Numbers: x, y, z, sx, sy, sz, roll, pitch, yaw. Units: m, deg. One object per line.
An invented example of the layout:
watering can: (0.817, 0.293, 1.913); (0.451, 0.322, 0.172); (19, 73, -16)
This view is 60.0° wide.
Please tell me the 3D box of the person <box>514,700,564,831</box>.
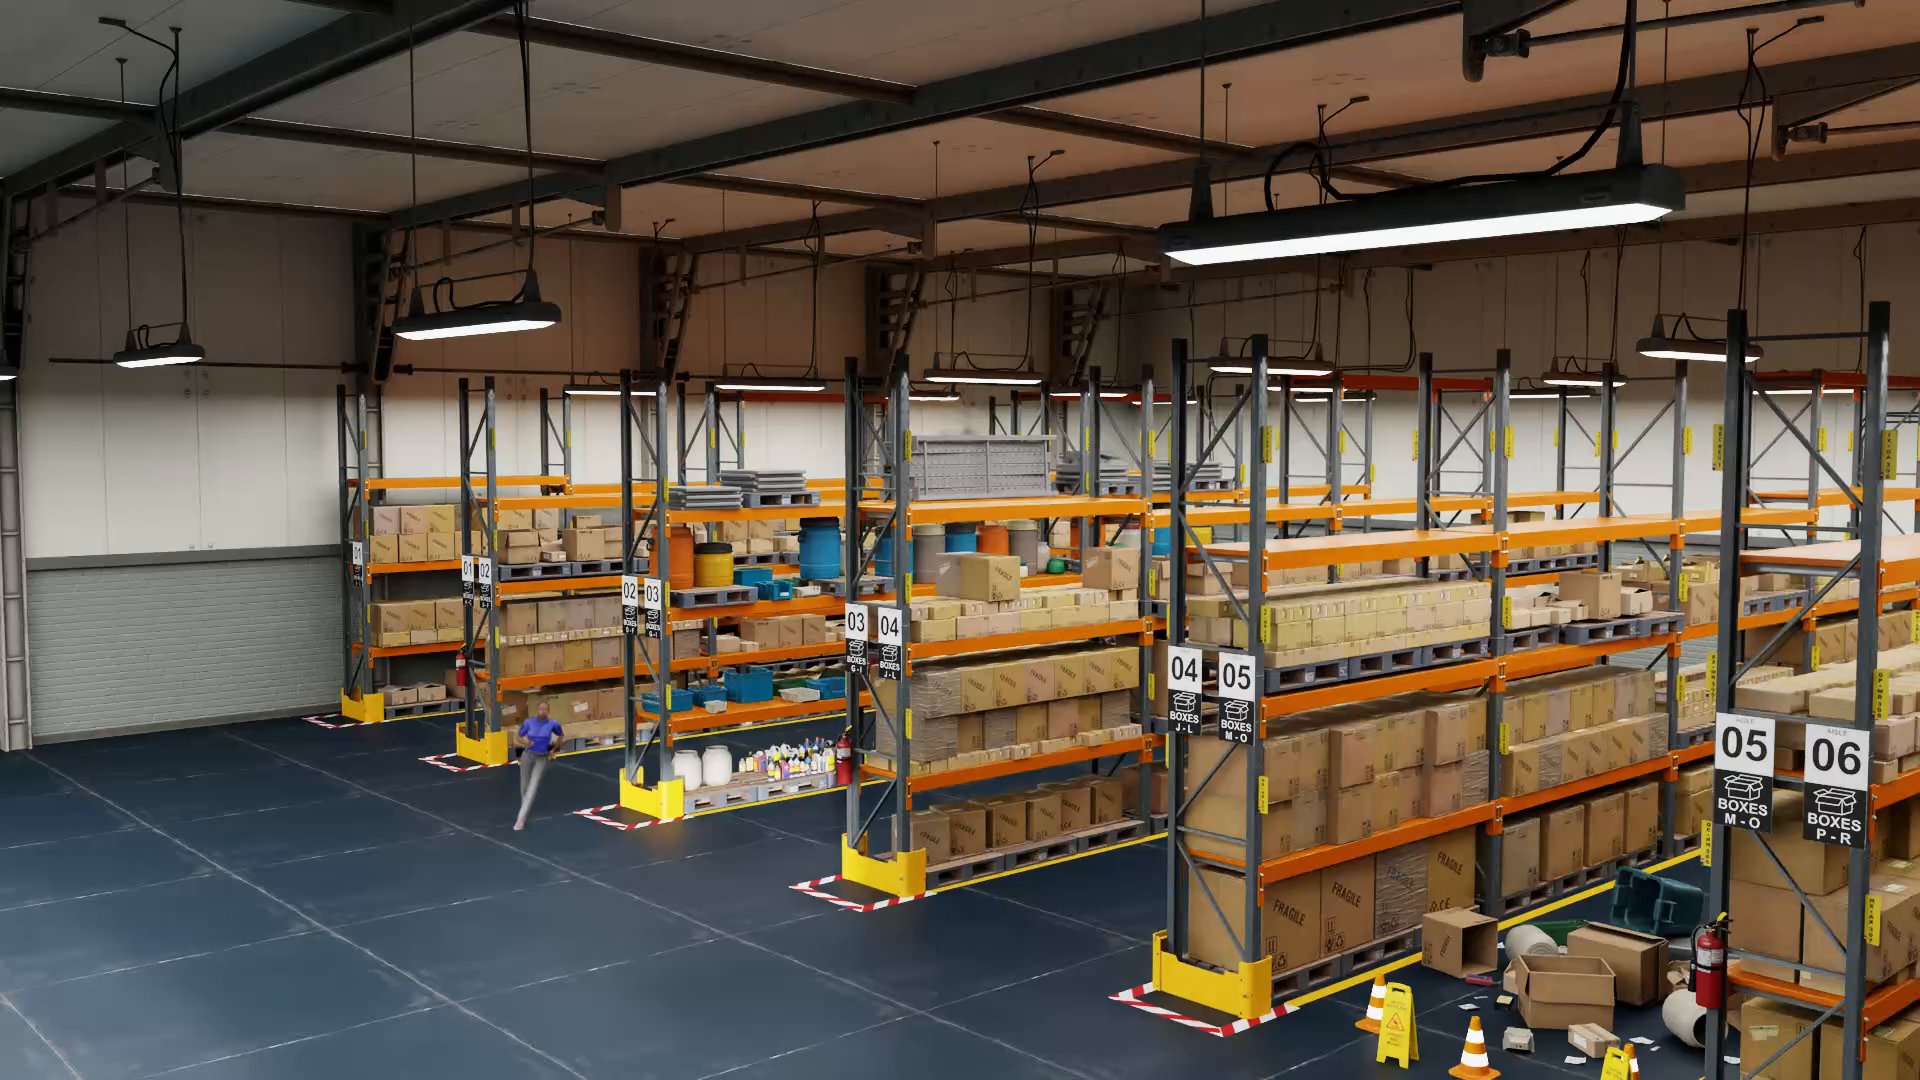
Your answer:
person: (-5.544, 2.916, 21.877); (0.617, 1.646, 0.874); (0, 4, -3)

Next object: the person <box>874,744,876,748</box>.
person: (-1.109, 2.540, 27.361); (0.926, 1.628, 0.610); (-4, 5, -44)

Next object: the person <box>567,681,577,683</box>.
person: (-6.916, 2.382, 29.427); (0.640, 1.795, 0.754); (3, 5, 34)
